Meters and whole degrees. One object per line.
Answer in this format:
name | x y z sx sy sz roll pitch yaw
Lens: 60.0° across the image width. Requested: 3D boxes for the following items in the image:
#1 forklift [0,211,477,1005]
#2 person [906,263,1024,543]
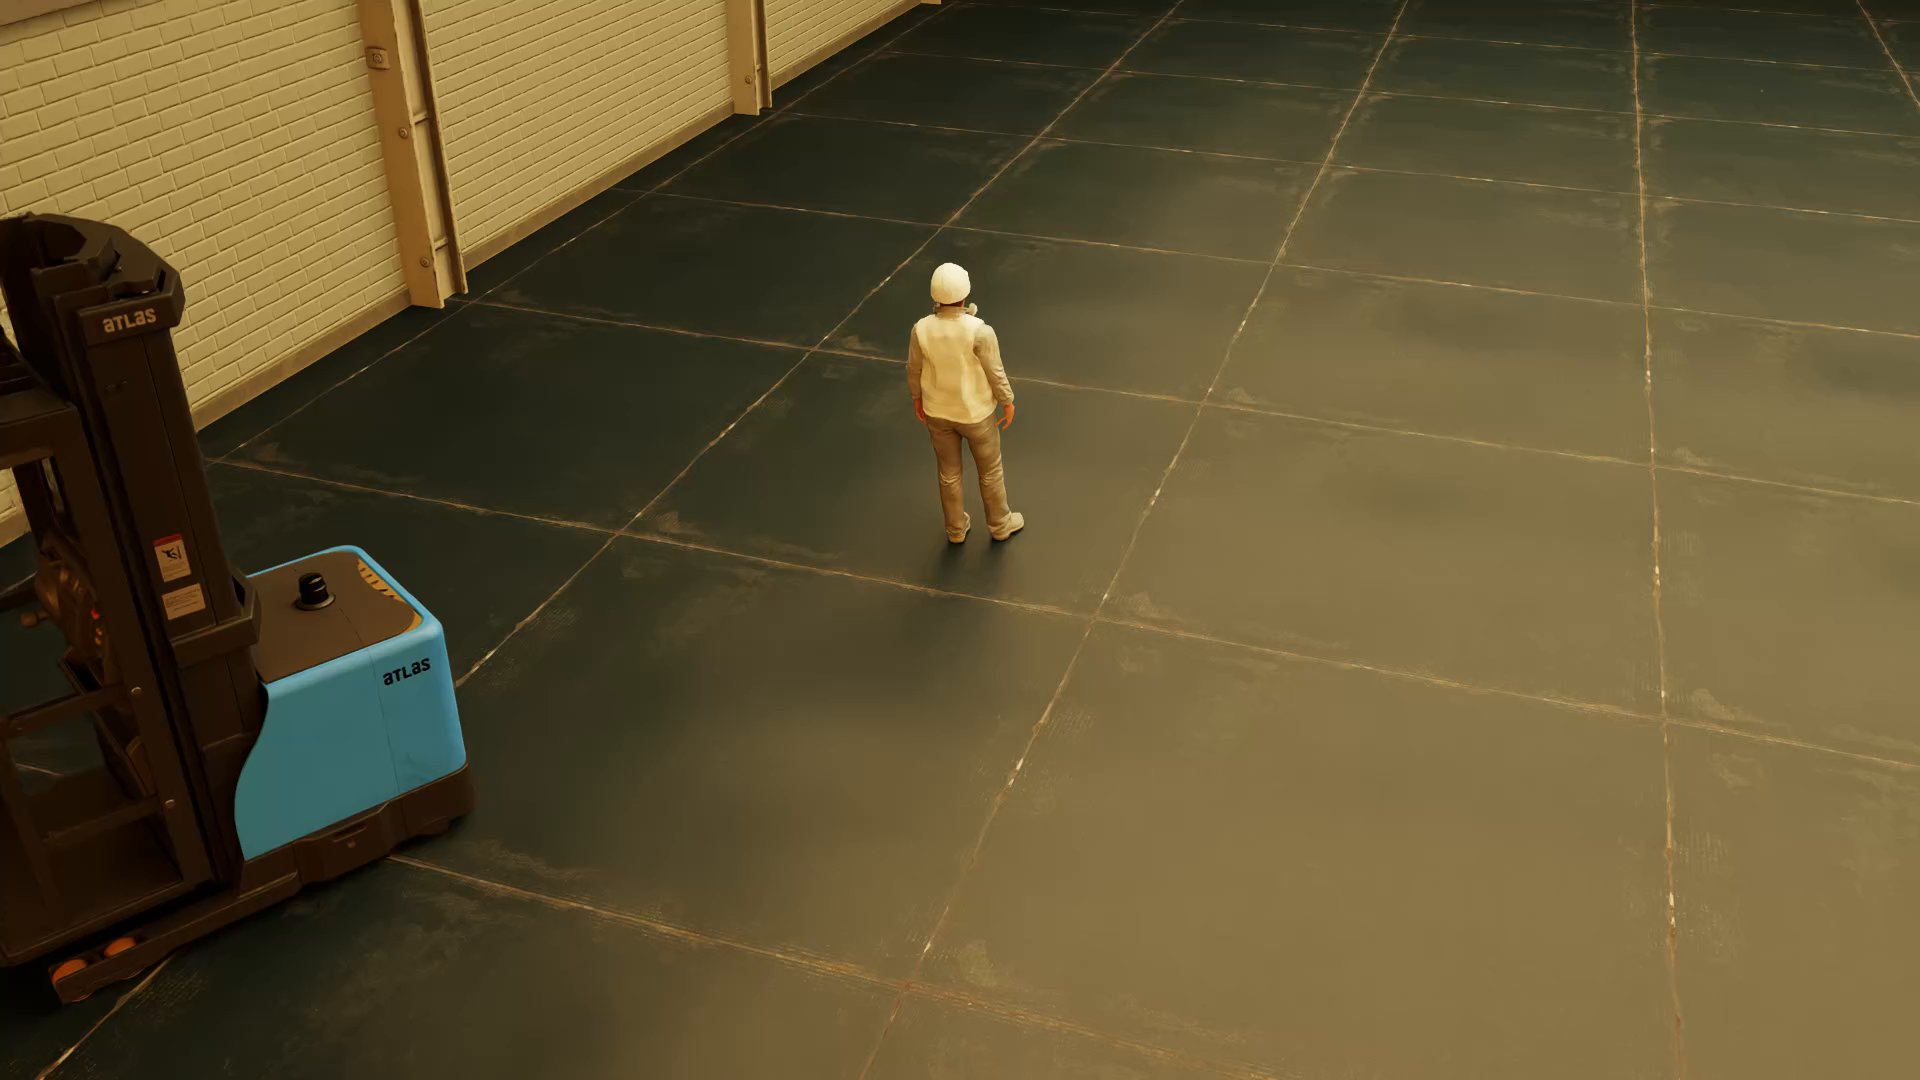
forklift | -3.715 0.316 6.583 3.031 2.935 1.130 -23 37 -34
person | 0.028 -0.806 9.703 0.634 1.775 0.564 10 31 16
